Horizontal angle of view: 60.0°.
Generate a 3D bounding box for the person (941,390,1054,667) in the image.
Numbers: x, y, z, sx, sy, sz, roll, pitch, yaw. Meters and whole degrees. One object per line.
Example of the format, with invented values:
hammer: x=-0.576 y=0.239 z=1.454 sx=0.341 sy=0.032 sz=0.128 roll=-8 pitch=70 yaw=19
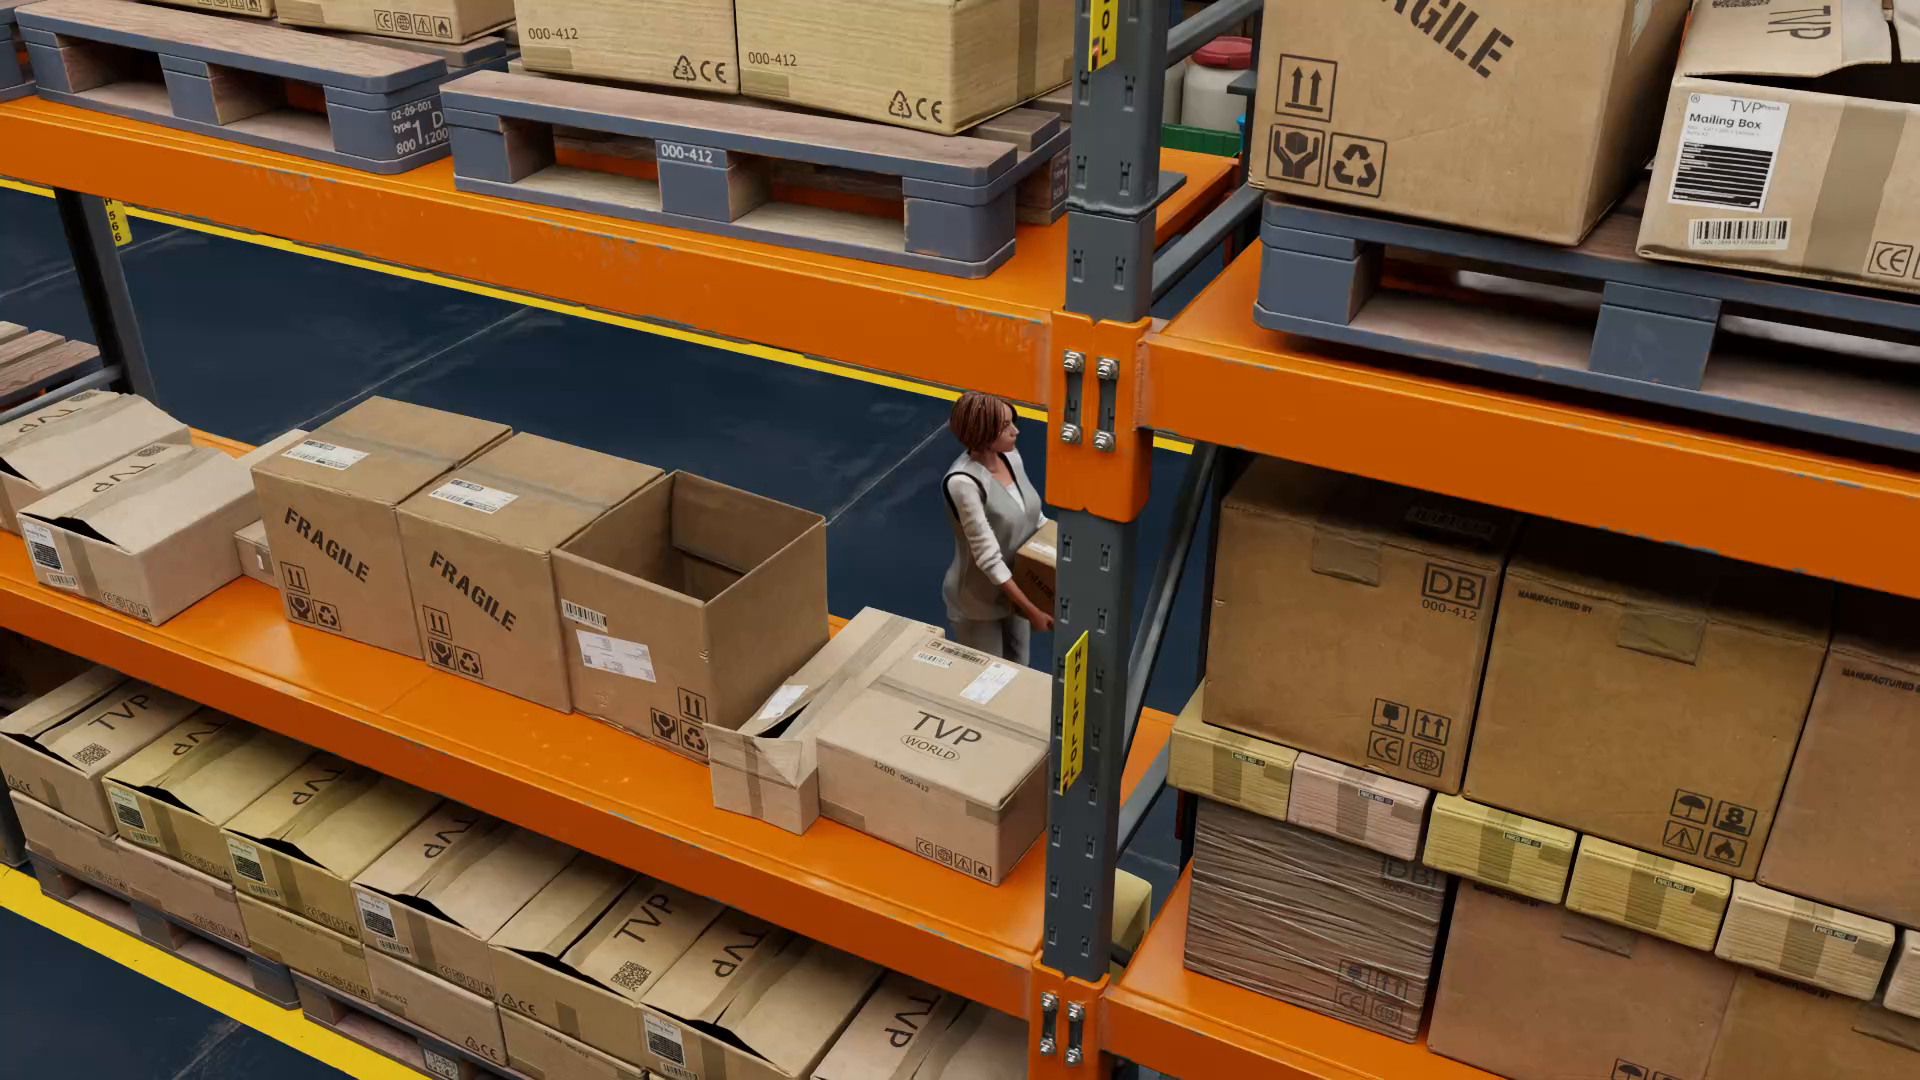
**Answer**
person: x=0.186 y=0.232 z=5.753 sx=0.494 sy=1.594 sz=0.404 roll=16 pitch=34 yaw=25
